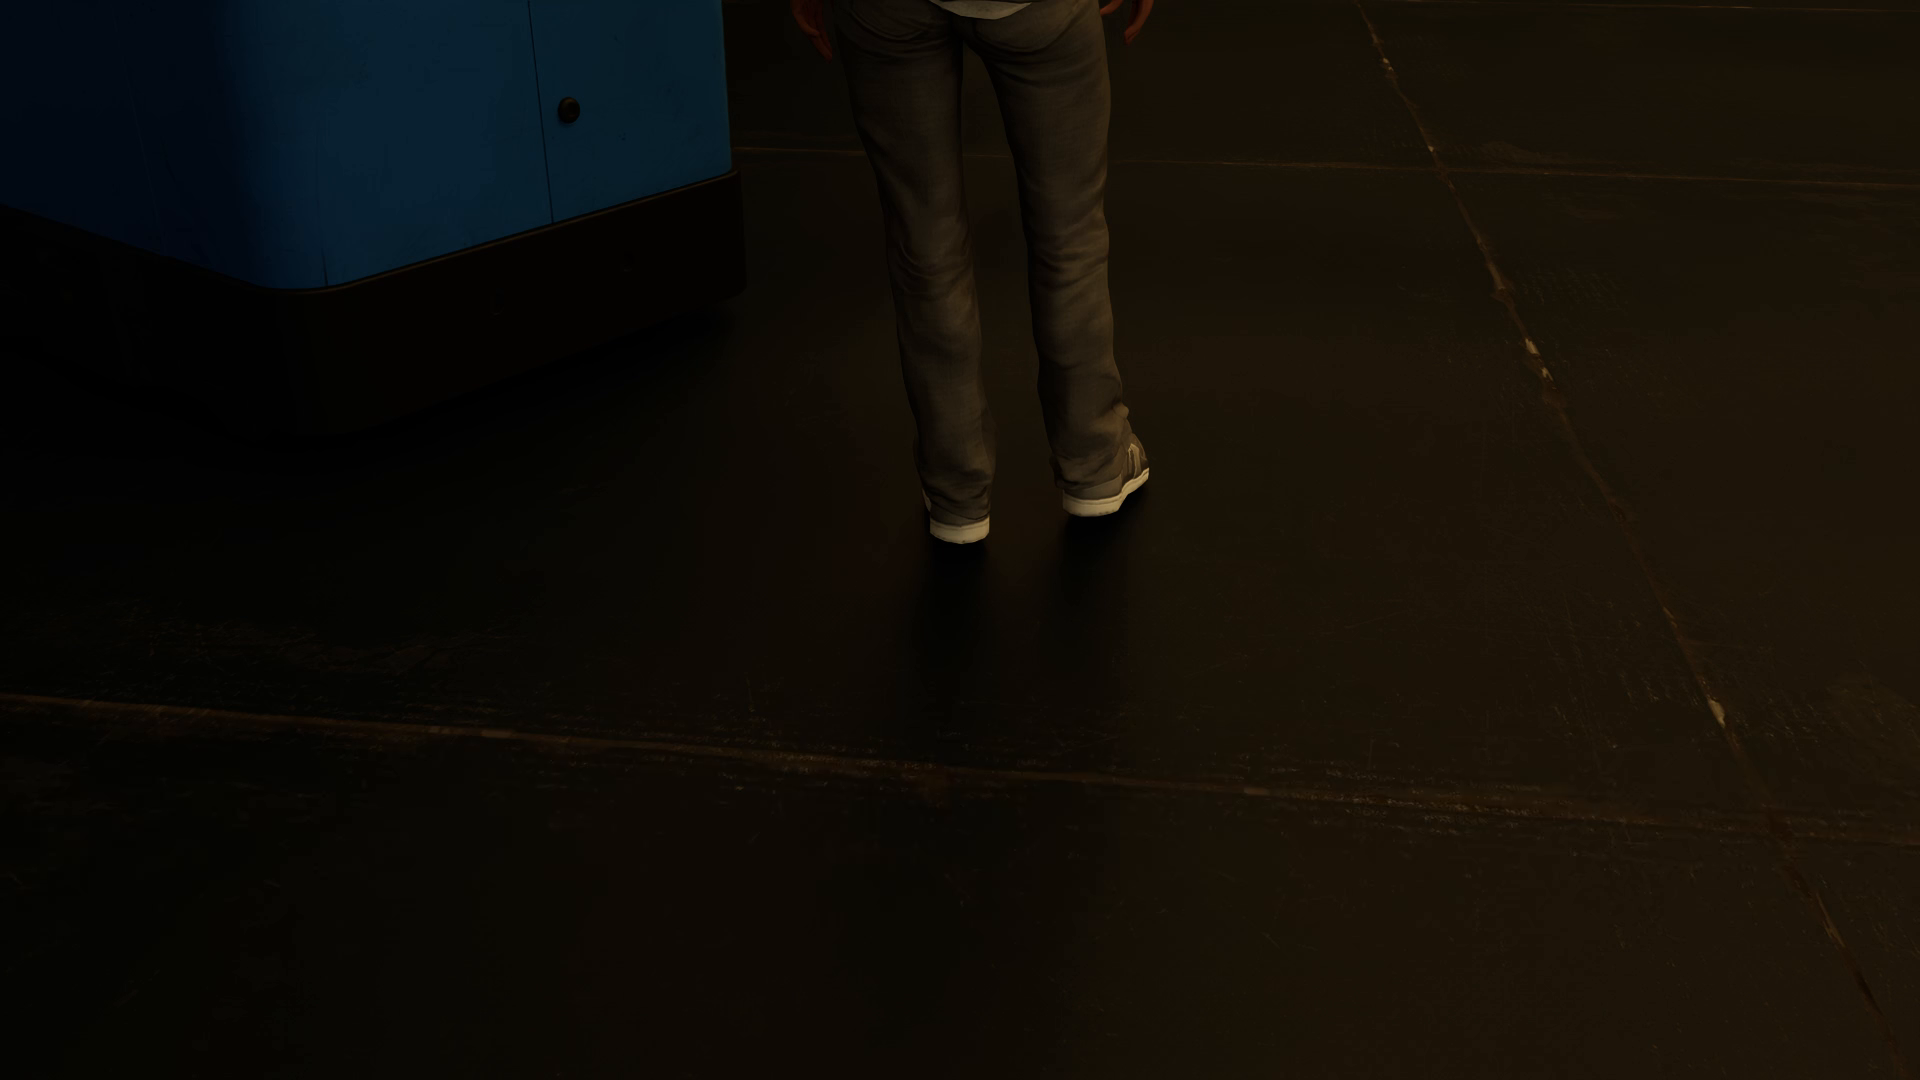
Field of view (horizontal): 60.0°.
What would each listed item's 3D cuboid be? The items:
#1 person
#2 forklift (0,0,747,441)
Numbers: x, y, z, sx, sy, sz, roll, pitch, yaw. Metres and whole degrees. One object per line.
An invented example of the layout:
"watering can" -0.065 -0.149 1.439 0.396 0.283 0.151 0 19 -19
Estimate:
"person" 0.024 -0.753 2.205 0.520 1.600 0.472 3 27 7
"forklift" -1.917 -1.985 3.196 3.031 2.935 1.130 18 32 32
